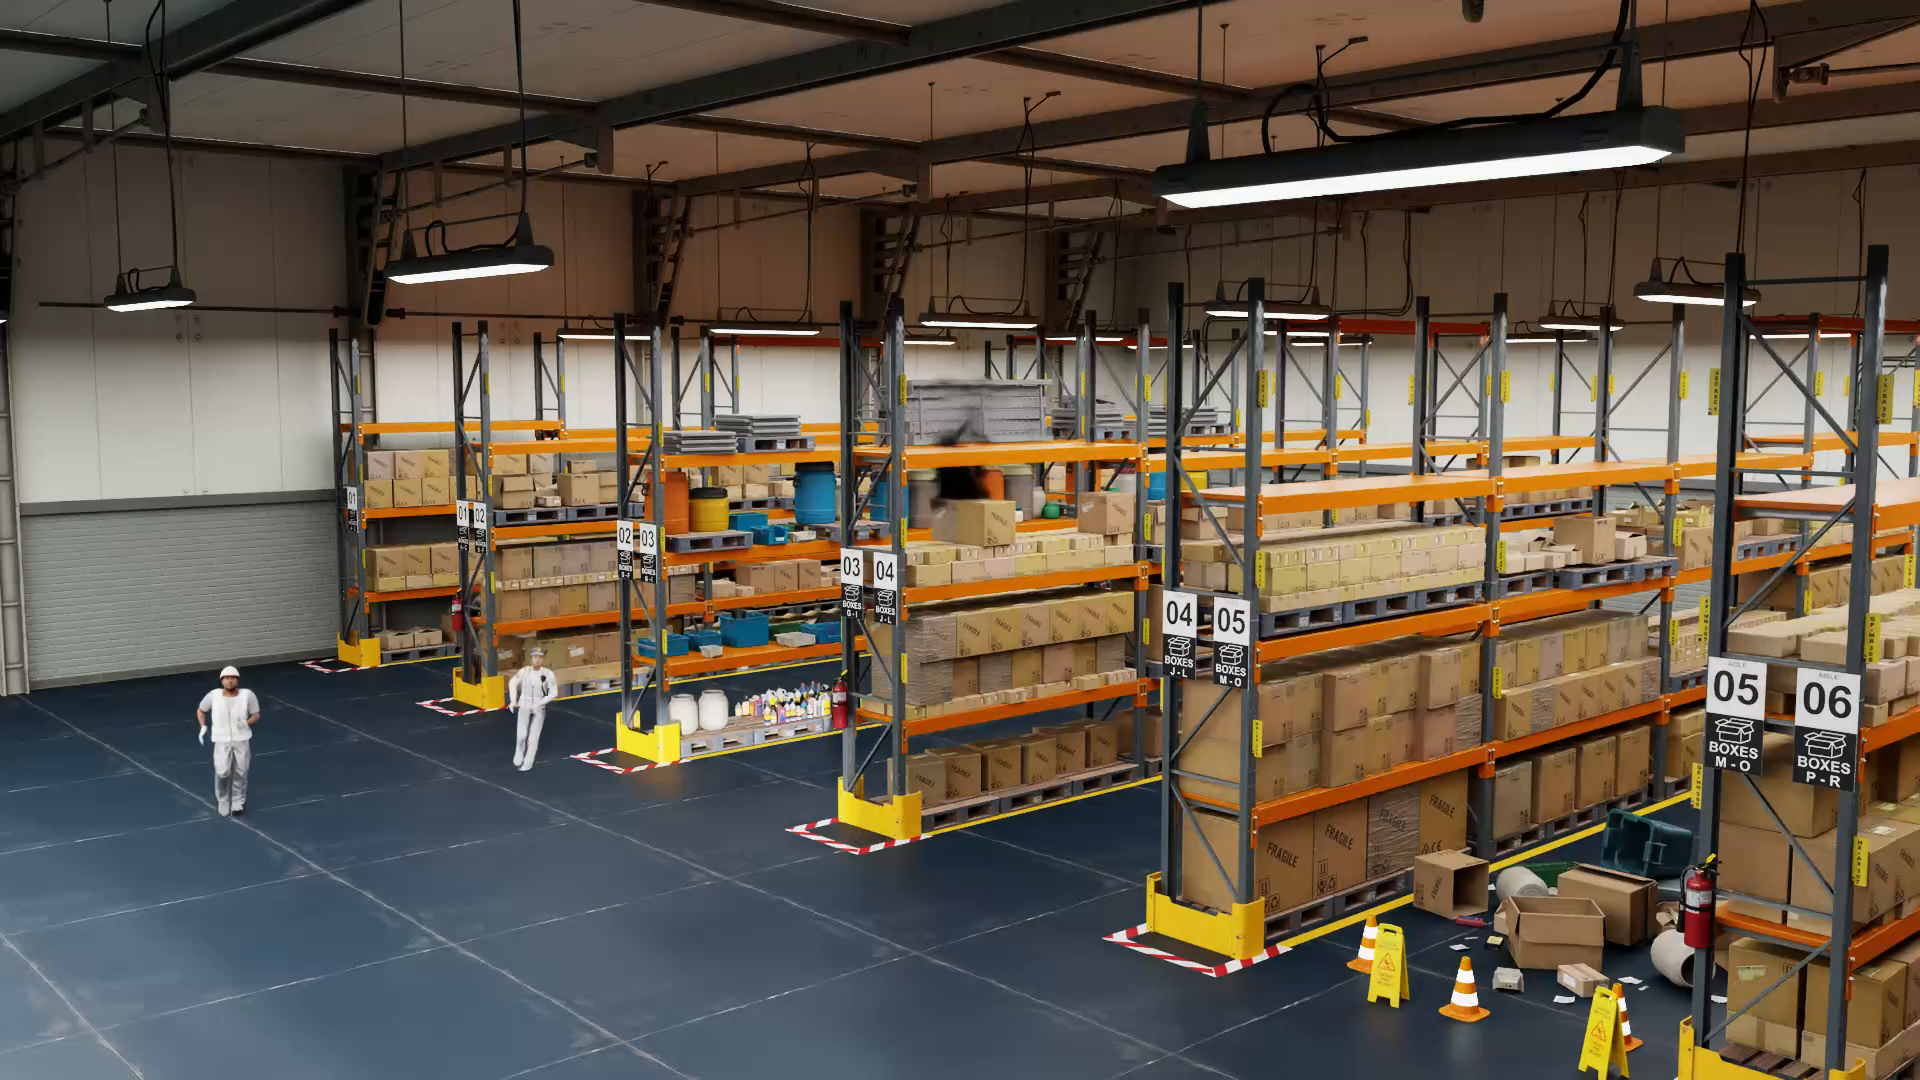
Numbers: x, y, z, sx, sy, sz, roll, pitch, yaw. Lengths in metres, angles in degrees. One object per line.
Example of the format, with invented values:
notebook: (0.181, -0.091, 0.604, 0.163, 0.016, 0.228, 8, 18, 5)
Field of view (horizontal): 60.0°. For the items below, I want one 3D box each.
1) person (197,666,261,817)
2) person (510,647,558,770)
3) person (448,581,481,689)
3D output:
person: (-8.522, 2.359, 19.436, 0.666, 1.761, 0.676, -3, 6, -27)
person: (-5.565, 2.184, 21.717, 0.632, 1.586, 0.512, -1, 6, -11)
person: (-8.216, 1.549, 27.689, 0.655, 1.738, 0.873, 3, 6, 27)
